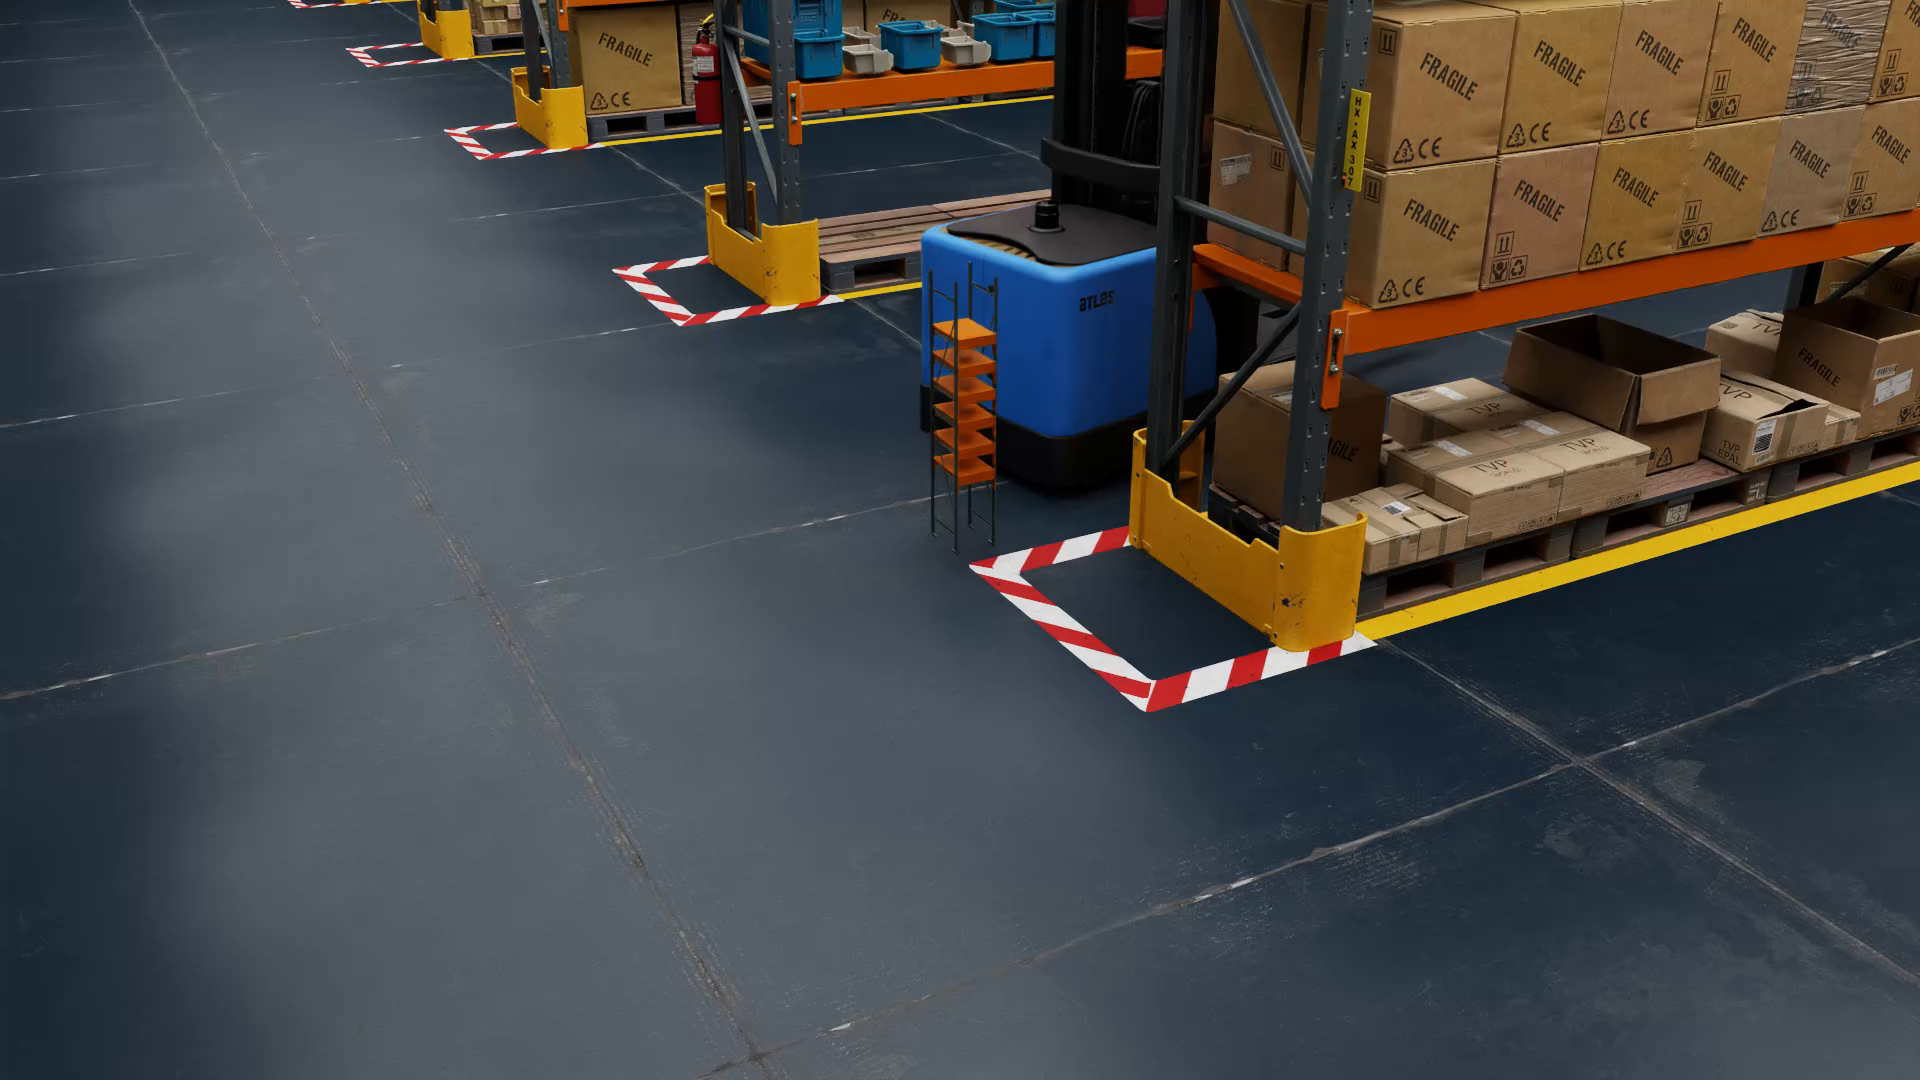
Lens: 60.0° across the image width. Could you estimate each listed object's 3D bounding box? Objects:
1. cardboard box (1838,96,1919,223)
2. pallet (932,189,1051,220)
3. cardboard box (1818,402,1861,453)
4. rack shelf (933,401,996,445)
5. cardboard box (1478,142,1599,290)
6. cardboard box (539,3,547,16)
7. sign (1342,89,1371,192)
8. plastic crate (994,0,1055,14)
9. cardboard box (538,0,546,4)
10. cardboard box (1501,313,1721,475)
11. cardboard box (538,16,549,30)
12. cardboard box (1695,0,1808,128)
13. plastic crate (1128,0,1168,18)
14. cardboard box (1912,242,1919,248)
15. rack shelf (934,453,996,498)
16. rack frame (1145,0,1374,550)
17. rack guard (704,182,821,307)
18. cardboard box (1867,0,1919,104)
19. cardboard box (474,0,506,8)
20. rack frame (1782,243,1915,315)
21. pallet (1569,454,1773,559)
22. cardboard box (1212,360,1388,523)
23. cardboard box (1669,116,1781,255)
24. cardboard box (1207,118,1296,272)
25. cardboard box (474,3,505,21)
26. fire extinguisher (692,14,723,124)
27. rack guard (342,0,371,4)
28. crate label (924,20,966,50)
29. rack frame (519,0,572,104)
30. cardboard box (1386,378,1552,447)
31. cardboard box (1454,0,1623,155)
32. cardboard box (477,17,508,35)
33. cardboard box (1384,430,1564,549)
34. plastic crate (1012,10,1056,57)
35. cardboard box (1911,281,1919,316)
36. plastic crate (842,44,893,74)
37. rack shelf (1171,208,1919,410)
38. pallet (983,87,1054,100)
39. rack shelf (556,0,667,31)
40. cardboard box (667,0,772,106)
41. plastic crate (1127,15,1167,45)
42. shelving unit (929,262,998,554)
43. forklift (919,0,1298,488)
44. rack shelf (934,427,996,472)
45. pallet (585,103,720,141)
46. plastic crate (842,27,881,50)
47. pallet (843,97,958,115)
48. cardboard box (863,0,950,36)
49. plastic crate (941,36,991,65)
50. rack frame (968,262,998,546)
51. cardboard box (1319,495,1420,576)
[{"bbox_3d":[3.824,-1.710,7.229,0.500,0.500,0.500,-12,28,-24],"label":"cardboard box"},{"bbox_3d":[0.563,-2.190,11.568,1.213,0.211,1.003,-13,29,-25],"label":"pallet"},{"bbox_3d":[3.927,-0.559,7.735,0.250,0.149,0.380,-13,29,-25],"label":"cardboard box"},{"bbox_3d":[0.013,-0.504,7.016,0.180,0.103,0.258,-13,29,-25],"label":"rack shelf"},{"bbox_3d":[2.038,-1.297,6.370,0.500,0.500,0.500,-13,29,-26],"label":"cardboard box"},{"bbox_3d":[-4.808,-6.019,18.785,0.250,0.149,0.380,-13,28,-24],"label":"cardboard box"},{"bbox_3d":[1.325,-1.338,5.571,0.005,0.325,0.100,-13,29,-25],"label":"sign"},{"bbox_3d":[0.433,-3.515,11.230,0.300,0.233,0.416,-13,29,-25],"label":"plastic crate"},{"bbox_3d":[-4.742,-6.108,18.627,0.250,0.149,0.380,-13,29,-25],"label":"cardboard box"},{"bbox_3d":[2.943,-0.658,7.531,0.637,0.503,0.797,-13,29,-25],"label":"cardboard box"},{"bbox_3d":[-4.813,-5.880,18.841,0.250,0.149,0.380,-13,28,-25],"label":"cardboard box"},{"bbox_3d":[2.934,-1.954,6.583,0.500,0.500,0.500,-13,29,-26],"label":"cardboard box"},{"bbox_3d":[1.365,-3.832,11.623,0.583,0.464,0.402,-13,29,-25],"label":"plastic crate"},{"bbox_3d":[5.339,-1.349,8.973,0.500,0.500,0.500,-13,29,-25],"label":"cardboard box"},{"bbox_3d":[0.013,-0.287,7.120,0.180,0.103,0.258,-13,29,-25],"label":"rack shelf"},{"bbox_3d":[1.069,-1.155,6.190,0.127,3.000,1.000,-13,29,-25],"label":"rack frame"},{"bbox_3d":[-1.273,-1.911,10.652,0.348,0.500,1.175,-13,29,-25],"label":"rack guard"},{"bbox_3d":[3.824,-2.158,7.009,0.500,0.500,0.500,-14,29,-26],"label":"cardboard box"},{"bbox_3d":[-5.212,-6.003,18.409,0.250,0.149,0.380,-14,29,-27],"label":"cardboard box"},{"bbox_3d":[4.599,-1.970,7.887,0.127,3.000,1.000,-13,29,-25],"label":"rack frame"},{"bbox_3d":[2.914,-0.323,7.679,1.213,0.211,1.003,-13,29,-25],"label":"pallet"},{"bbox_3d":[1.433,-0.431,7.063,0.500,0.500,0.500,-13,29,-25],"label":"cardboard box"},{"bbox_3d":[2.924,-1.499,6.792,0.500,0.500,0.500,-13,28,-24],"label":"cardboard box"},{"bbox_3d":[1.336,-1.395,6.575,0.500,0.500,0.500,-12,28,-24],"label":"cardboard box"},{"bbox_3d":[-5.251,-5.901,18.540,0.250,0.149,0.380,-12,28,-23],"label":"cardboard box"},{"bbox_3d":[-1.605,-2.987,10.527,0.183,0.674,0.296,-13,29,-25],"label":"fire extinguisher"},{"bbox_3d":[-8.273,-7.592,22.485,0.348,0.500,1.175,-13,29,-25],"label":"rack guard"},{"bbox_3d":[-0.127,-3.311,10.915,0.243,0.136,0.396,-13,29,-25],"label":"crate label"},{"bbox_3d":[-3.589,-4.939,14.072,0.127,3.000,1.000,-13,29,-25],"label":"rack frame"},{"bbox_3d":[2.285,-0.501,7.496,0.500,0.250,0.500,-13,29,-25],"label":"cardboard box"},{"bbox_3d":[2.043,-1.750,6.158,0.500,0.500,0.500,-13,28,-25],"label":"cardboard box"},{"bbox_3d":[-5.221,-5.743,18.554,0.250,0.149,0.380,-12,28,-24],"label":"cardboard box"},{"bbox_3d":[2.124,-0.218,6.907,0.500,0.250,0.500,-13,29,-25],"label":"cardboard box"},{"bbox_3d":[0.541,-3.253,10.684,0.300,0.233,0.416,-13,29,-25],"label":"plastic crate"},{"bbox_3d":[5.140,-1.047,8.344,0.500,0.500,0.500,-14,29,-27],"label":"cardboard box"},{"bbox_3d":[-0.564,-2.914,10.089,0.298,0.136,0.250,-13,29,-25],"label":"plastic crate"},{"bbox_3d":[2.834,-1.238,7.194,4.000,0.370,1.077,-13,29,-25],"label":"rack shelf"},{"bbox_3d":[0.586,-4.683,16.759,1.213,0.211,1.003,-13,29,-25],"label":"pallet"},{"bbox_3d":[-1.824,-5.022,15.076,4.000,0.370,1.077,-13,29,-25],"label":"rack shelf"},{"bbox_3d":[-2.259,-4.517,15.162,0.875,0.875,0.875,-13,29,-25],"label":"cardboard box"},{"bbox_3d":[1.410,-3.435,11.187,0.590,0.125,0.437,-13,29,-25],"label":"plastic crate"},{"bbox_3d":[0.013,-0.544,6.996,0.189,1.200,0.258,-13,29,-25],"label":"shelving unit"},{"bbox_3d":[1.251,-2.075,8.186,3.031,2.935,1.130,-20,32,-36],"label":"forklift"},{"bbox_3d":[0.013,-0.396,7.068,0.180,0.103,0.258,-13,29,-25],"label":"rack shelf"},{"bbox_3d":[-2.920,-3.875,15.077,1.213,0.211,1.003,-13,29,-25],"label":"pallet"},{"bbox_3d":[-0.624,-3.191,10.666,0.243,0.136,0.396,-13,29,-25],"label":"plastic crate"},{"bbox_3d":[-0.767,-4.372,16.112,1.213,0.211,1.003,-13,29,-25],"label":"pallet"},{"bbox_3d":[-0.680,-4.881,15.921,0.875,0.875,0.875,-13,29,-25],"label":"cardboard box"},{"bbox_3d":[0.035,-3.052,10.377,0.298,0.136,0.250,-13,29,-25],"label":"plastic crate"},{"bbox_3d":[0.094,-0.562,7.035,0.006,1.200,0.240,-13,29,-25],"label":"rack frame"},{"bbox_3d":[1.600,-0.022,6.616,0.250,0.149,0.380,-13,29,-25],"label":"cardboard box"}]
